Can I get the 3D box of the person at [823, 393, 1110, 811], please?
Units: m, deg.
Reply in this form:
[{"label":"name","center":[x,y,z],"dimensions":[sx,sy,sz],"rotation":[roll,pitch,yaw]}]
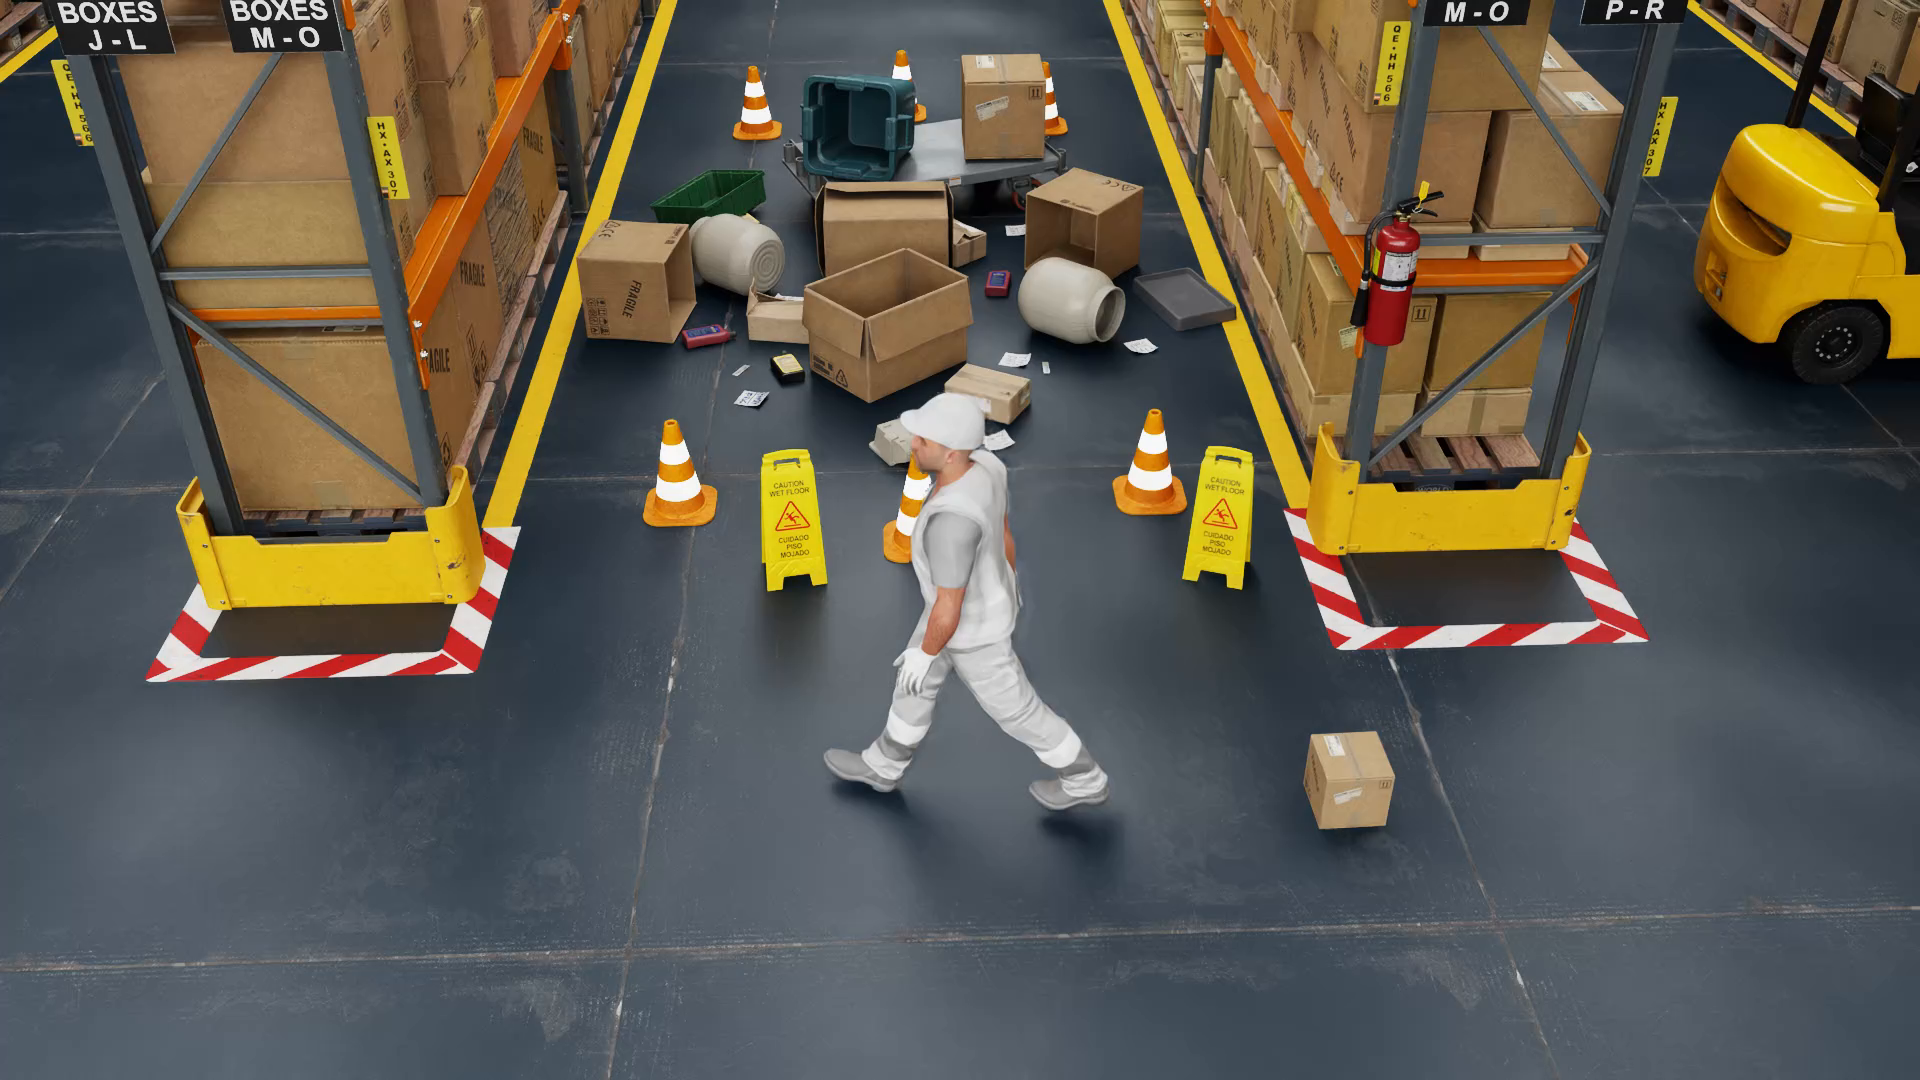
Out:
[{"label":"person","center":[0.014,0.267,5.764],"dimensions":[1.088,1.738,0.575],"rotation":[2,35,3]}]
